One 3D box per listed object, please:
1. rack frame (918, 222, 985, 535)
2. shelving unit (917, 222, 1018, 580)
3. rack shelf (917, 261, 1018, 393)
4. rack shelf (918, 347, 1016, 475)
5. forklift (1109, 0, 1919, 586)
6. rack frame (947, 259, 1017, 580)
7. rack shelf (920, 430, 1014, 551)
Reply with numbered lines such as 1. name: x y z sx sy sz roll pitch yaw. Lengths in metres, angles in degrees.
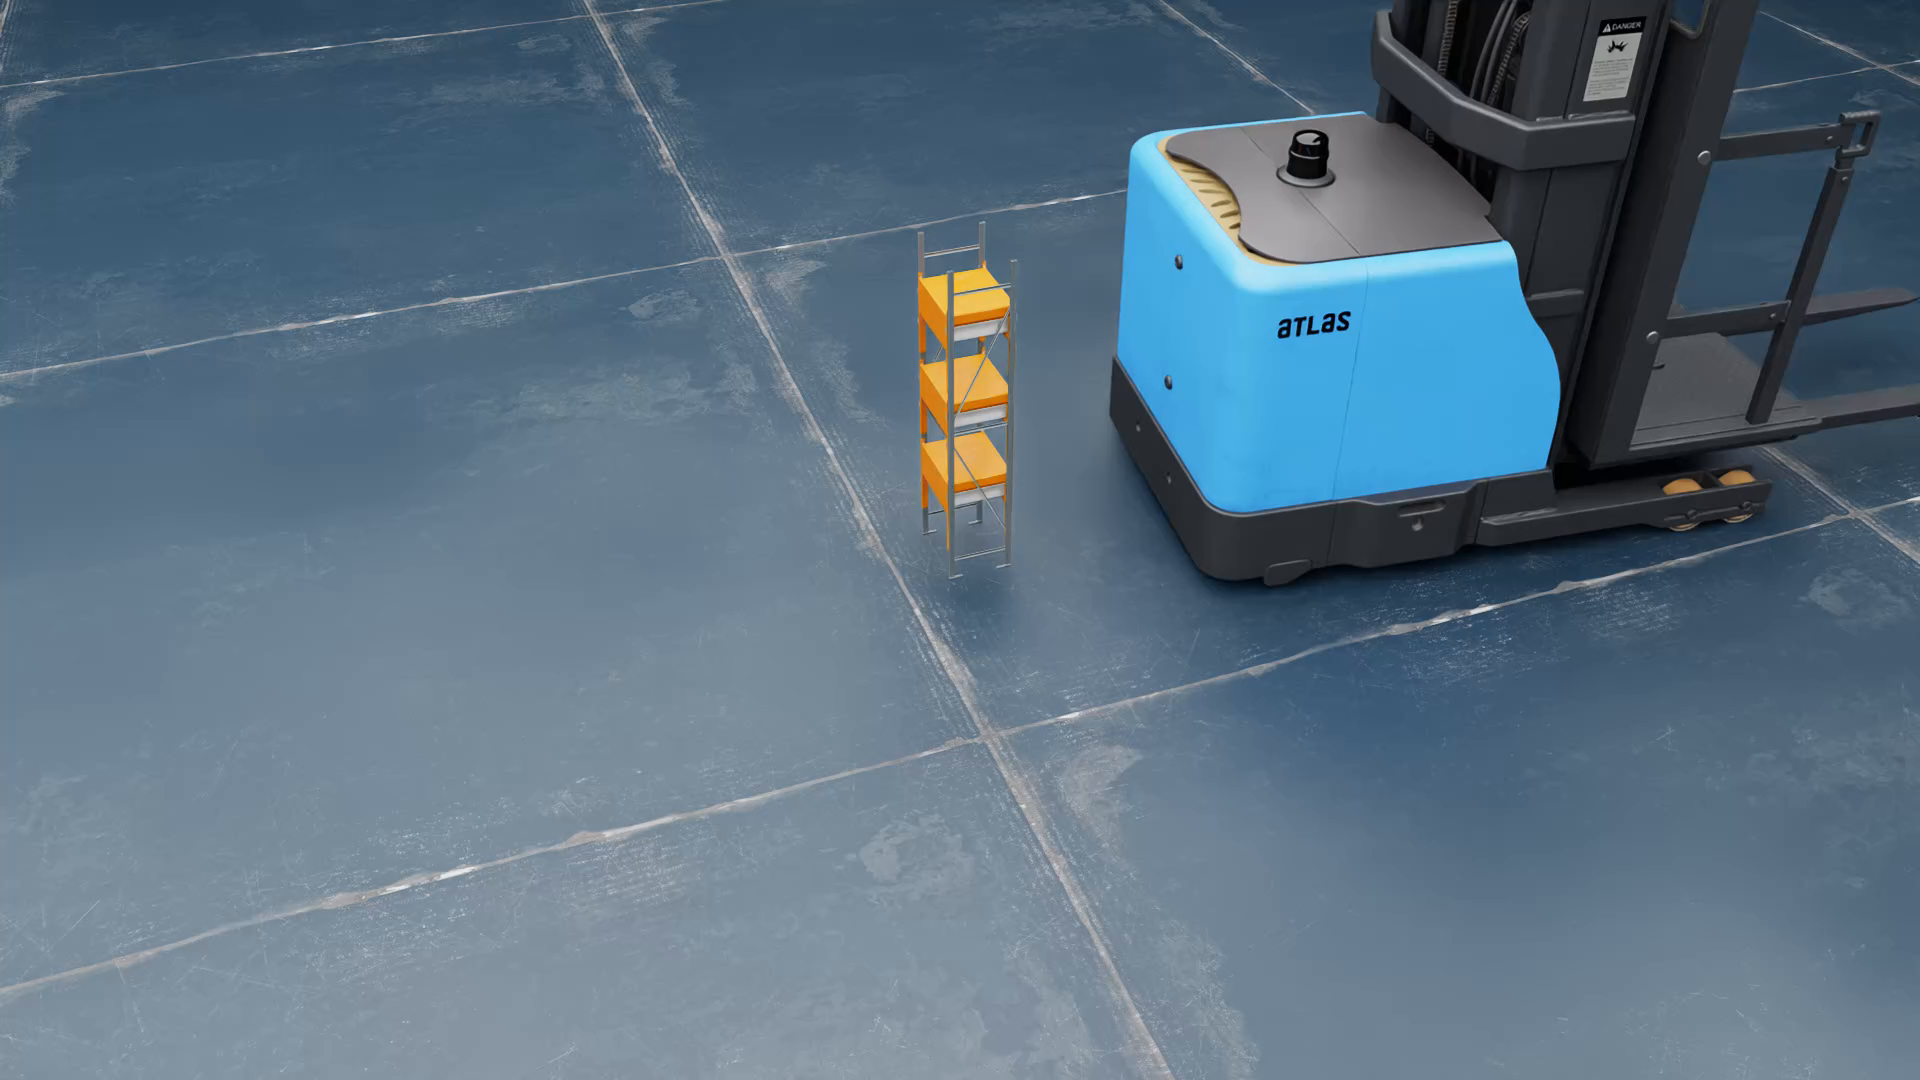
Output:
1. rack frame: -0.024 -0.458 4.985 0.200 1.050 0.008 -12 39 -16
2. shelving unit: 0.018 -0.389 4.894 0.215 1.050 0.252 -12 39 -16
3. rack shelf: 0.018 -0.607 4.730 0.215 0.259 0.240 -12 39 -16
4. rack shelf: 0.018 -0.381 4.900 0.215 0.259 0.240 -12 39 -16
5. forklift: 2.085 -1.500 4.805 3.031 2.935 1.130 -8 38 -11
6. rack frame: 0.060 -0.320 4.802 0.200 1.050 0.008 -12 39 -16
7. rack shelf: 0.018 -0.159 5.068 0.215 0.259 0.240 -12 39 -16
